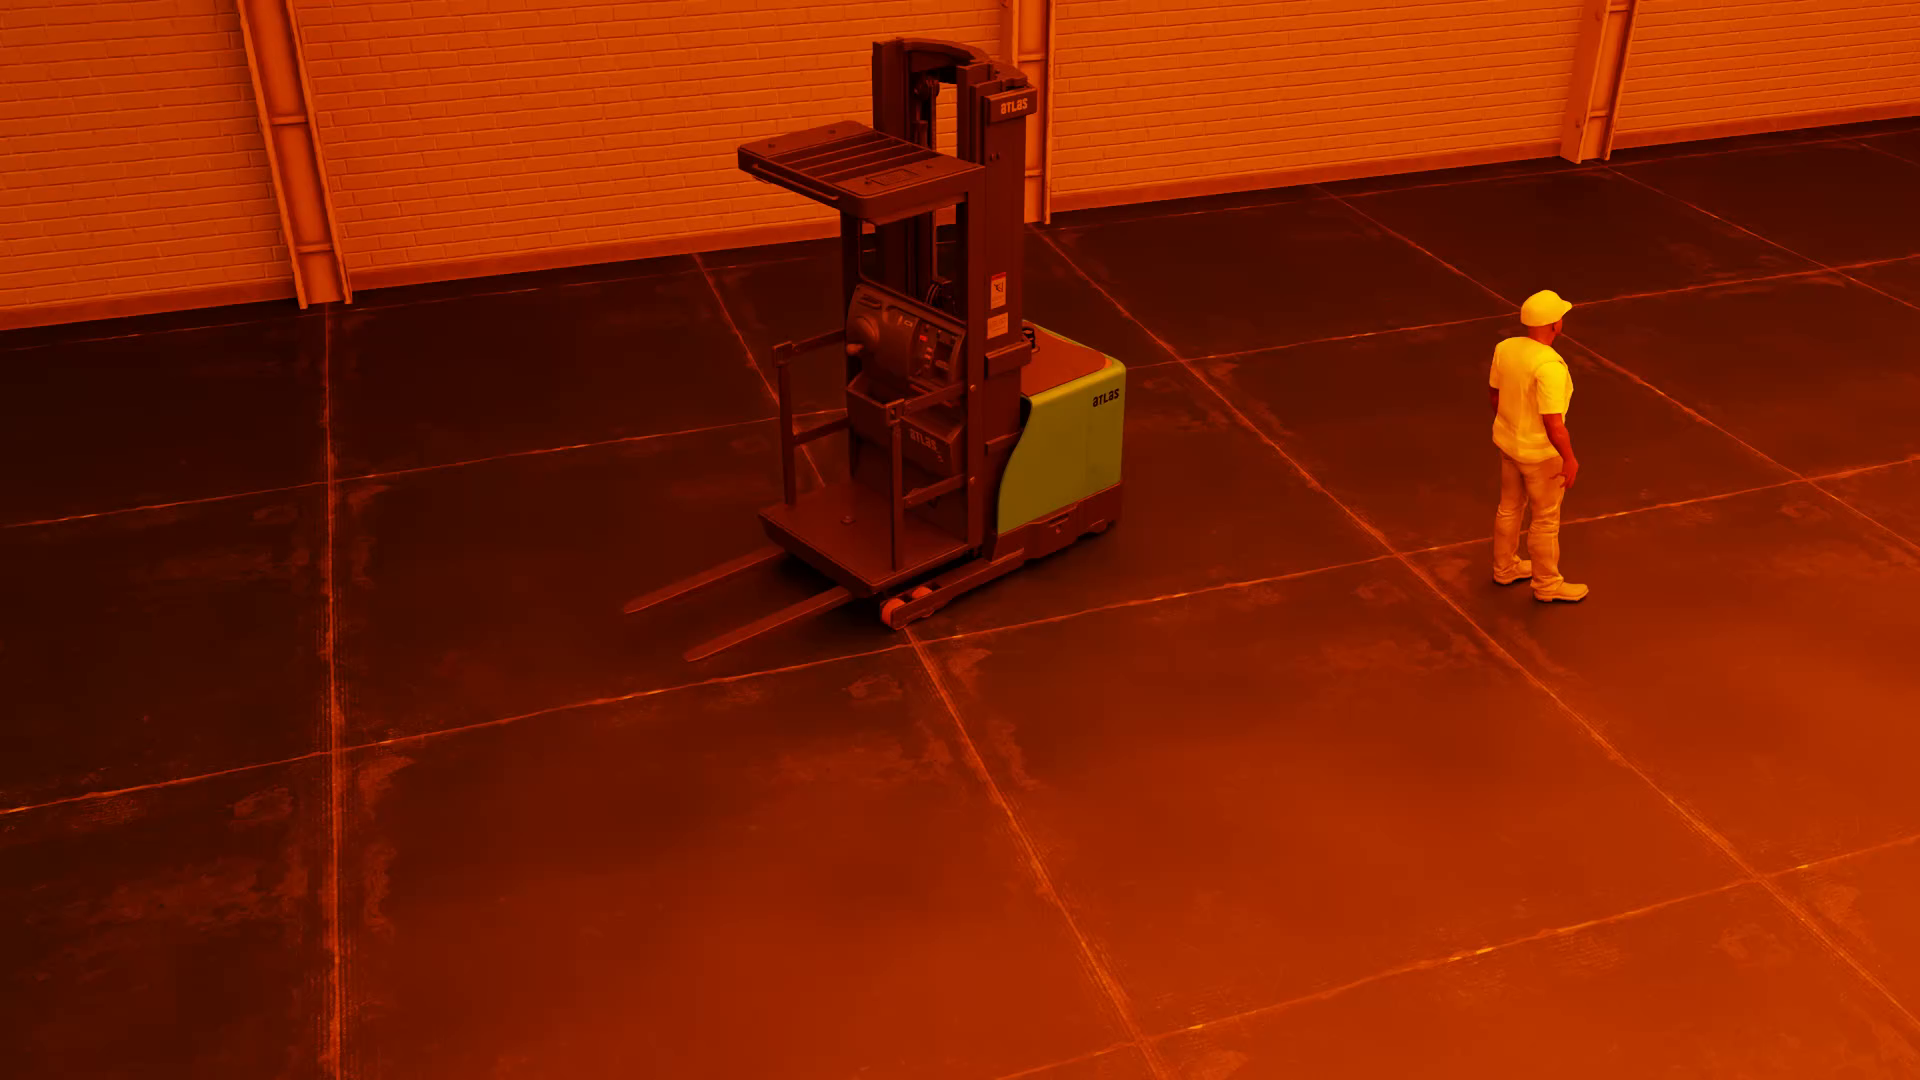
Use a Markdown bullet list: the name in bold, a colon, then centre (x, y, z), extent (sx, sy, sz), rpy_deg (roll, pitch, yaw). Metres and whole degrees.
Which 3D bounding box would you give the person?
- **person**: centre (3.212, -0.537, 9.173), extent (0.577, 1.765, 0.665), rpy_deg (-9, 31, -15)

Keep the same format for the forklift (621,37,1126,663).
- **forklift**: centre (-0.461, -1.072, 8.951), extent (3.031, 2.935, 1.130), rpy_deg (-23, 37, -34)
